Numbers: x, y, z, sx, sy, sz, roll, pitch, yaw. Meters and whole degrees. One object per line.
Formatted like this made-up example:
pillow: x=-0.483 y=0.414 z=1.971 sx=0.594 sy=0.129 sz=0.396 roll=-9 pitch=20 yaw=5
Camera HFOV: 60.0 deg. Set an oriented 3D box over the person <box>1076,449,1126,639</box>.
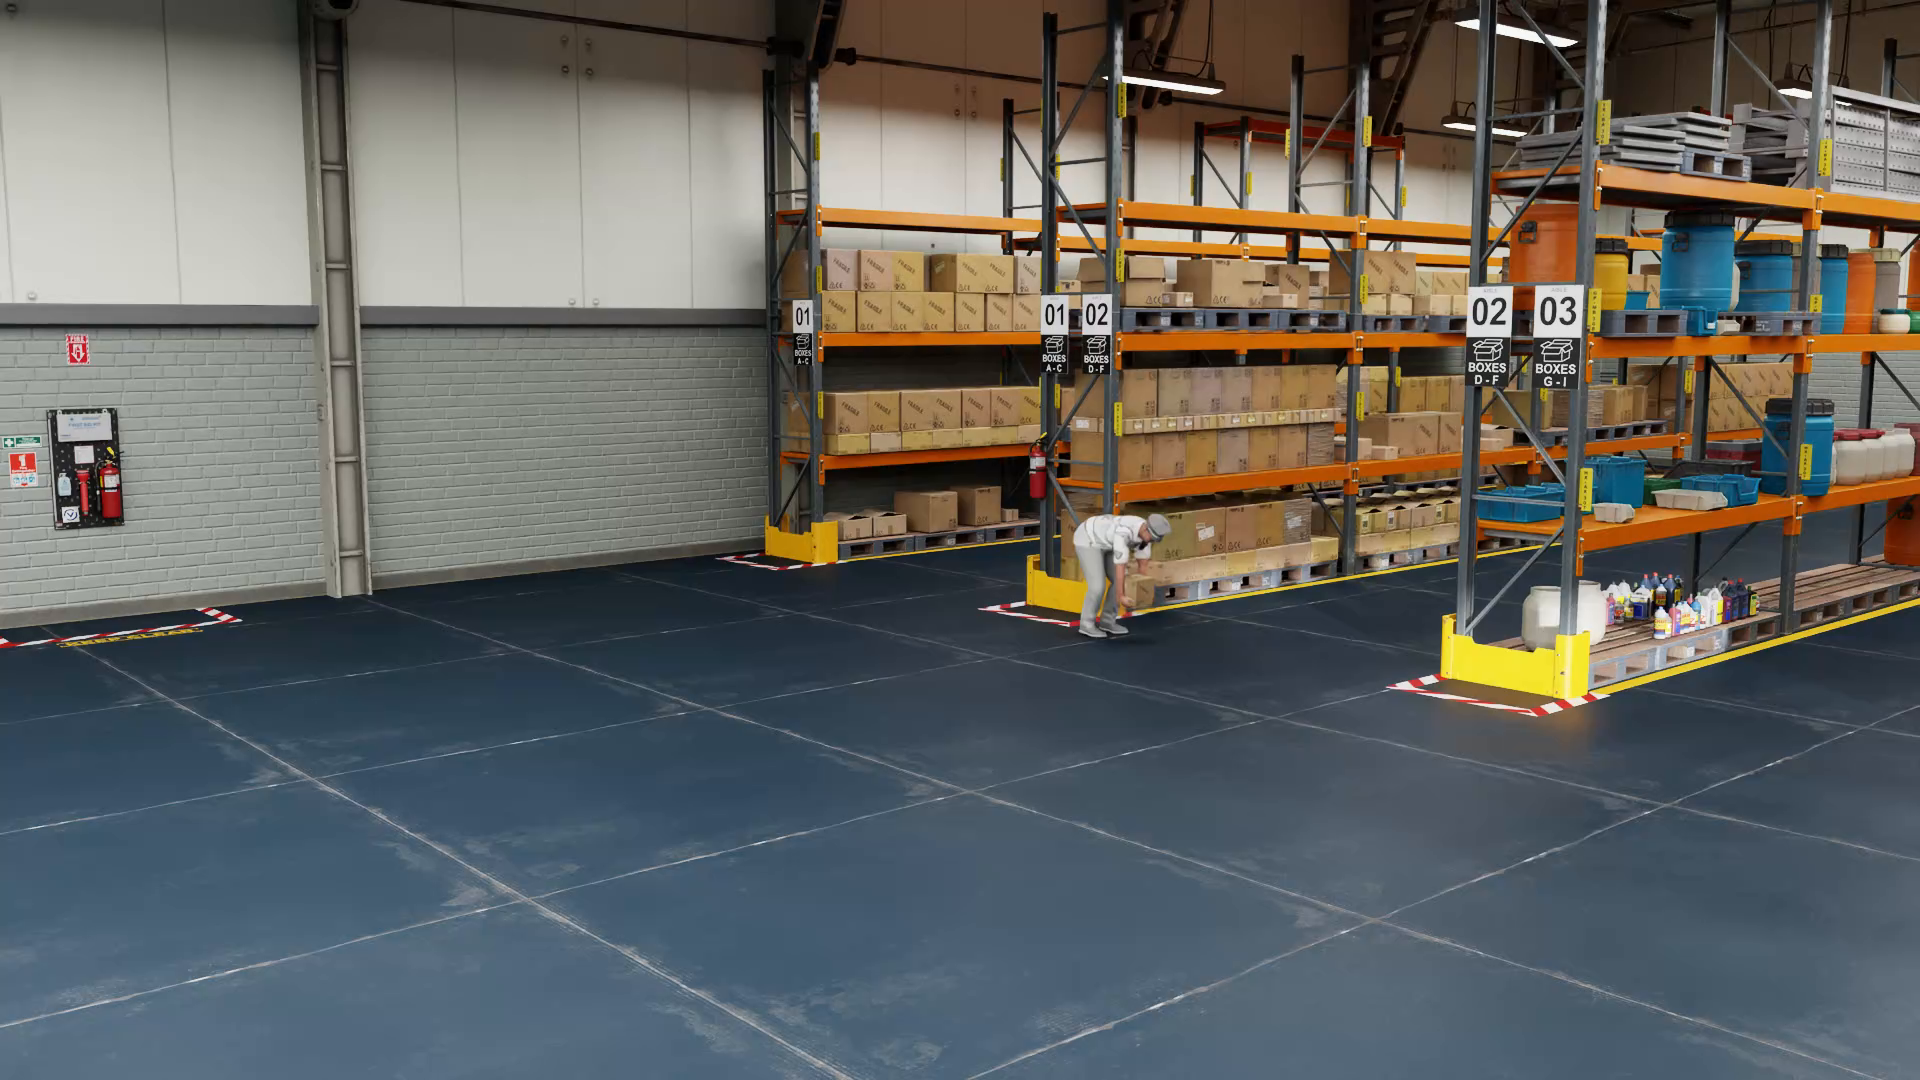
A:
person: x=1.330 y=0.018 z=15.615 sx=0.601 sy=1.747 sz=0.440 roll=-7 pitch=10 yaw=-44
